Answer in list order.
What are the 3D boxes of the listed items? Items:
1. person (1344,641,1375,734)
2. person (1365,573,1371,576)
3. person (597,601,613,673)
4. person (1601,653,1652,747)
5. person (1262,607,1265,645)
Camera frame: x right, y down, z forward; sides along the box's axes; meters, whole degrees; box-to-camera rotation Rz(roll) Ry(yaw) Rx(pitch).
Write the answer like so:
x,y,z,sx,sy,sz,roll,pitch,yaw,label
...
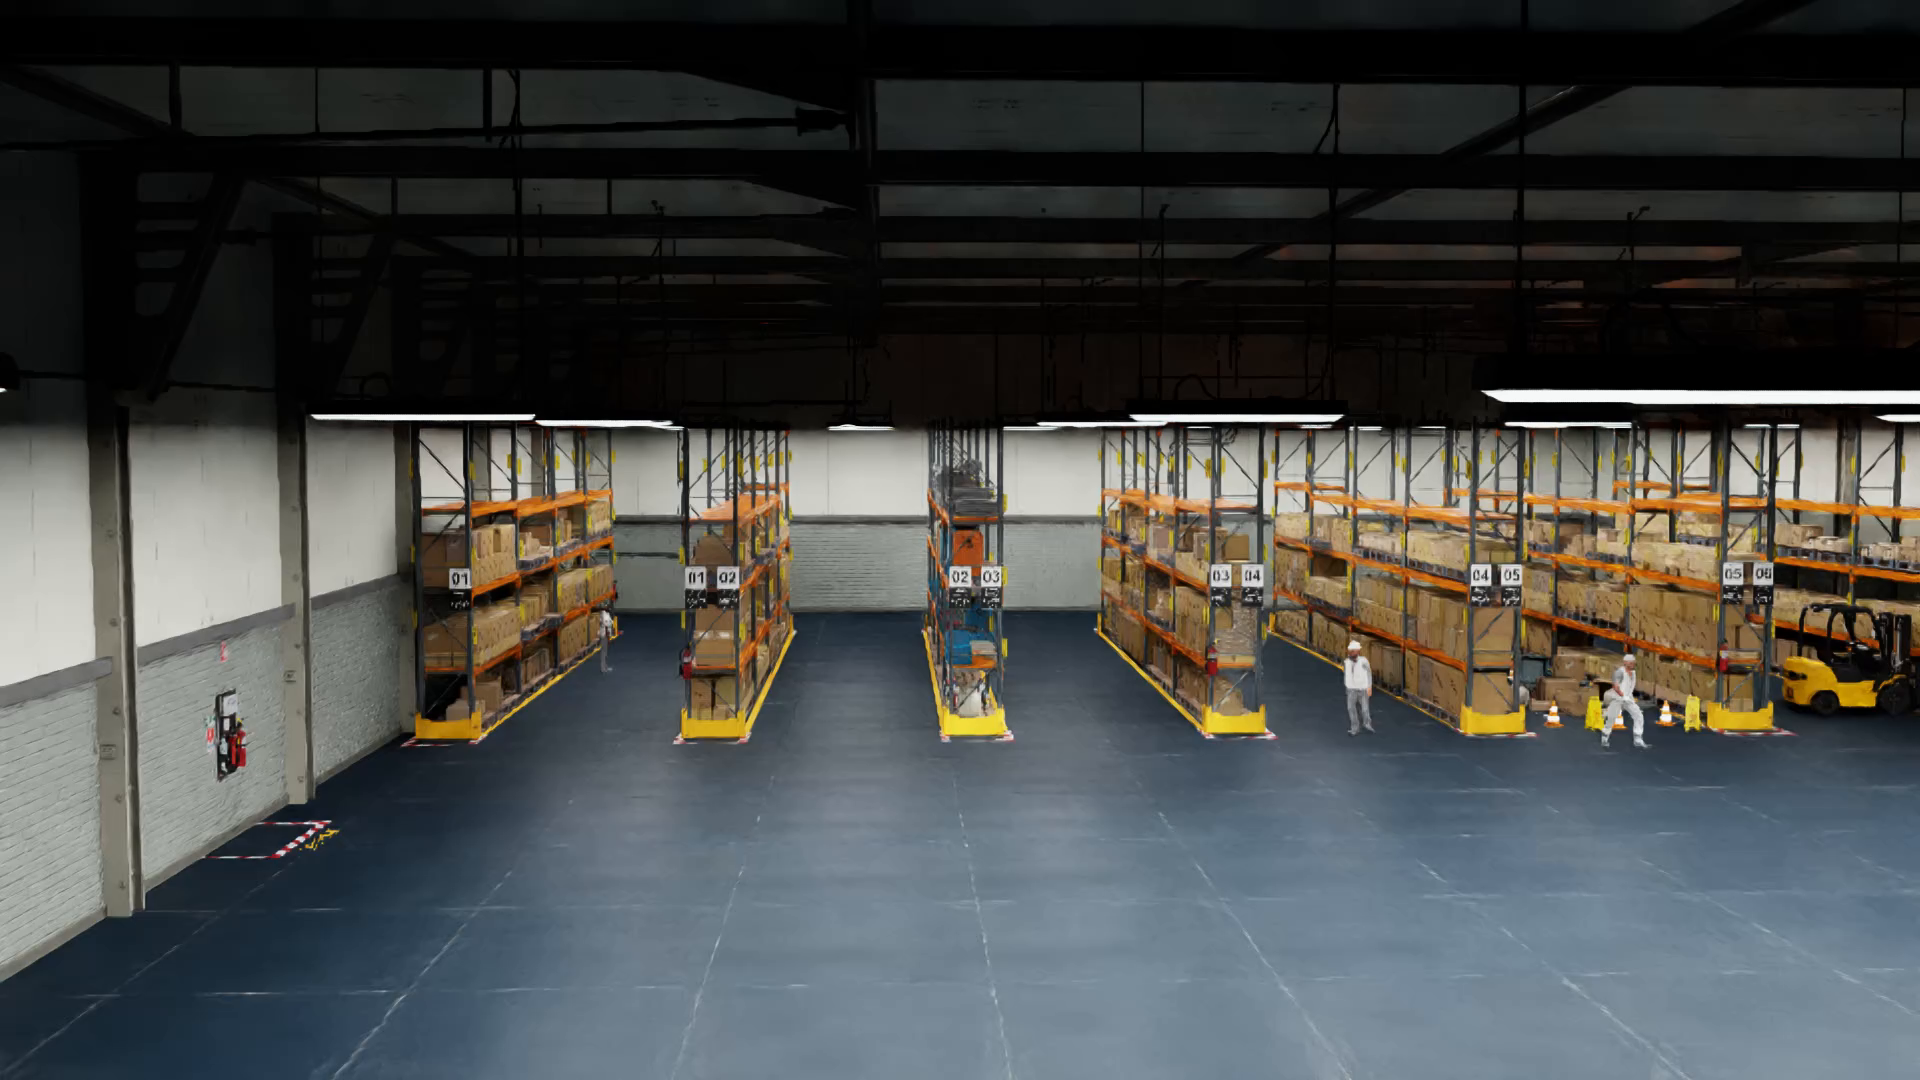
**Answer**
x,y,z,sx,sy,sz,roll,pitch,yaw,label
7.571,2.787,31.572,0.577,1.762,0.569,3,5,35,person
11.725,1.781,47.648,0.474,1.656,0.553,0,4,-5,person
-8.432,2.286,39.562,0.371,1.682,0.582,-2,4,-24,person
11.986,2.894,30.024,0.673,1.730,0.769,-2,4,-23,person
7.886,1.911,44.563,0.575,1.783,0.679,1,4,12,person
